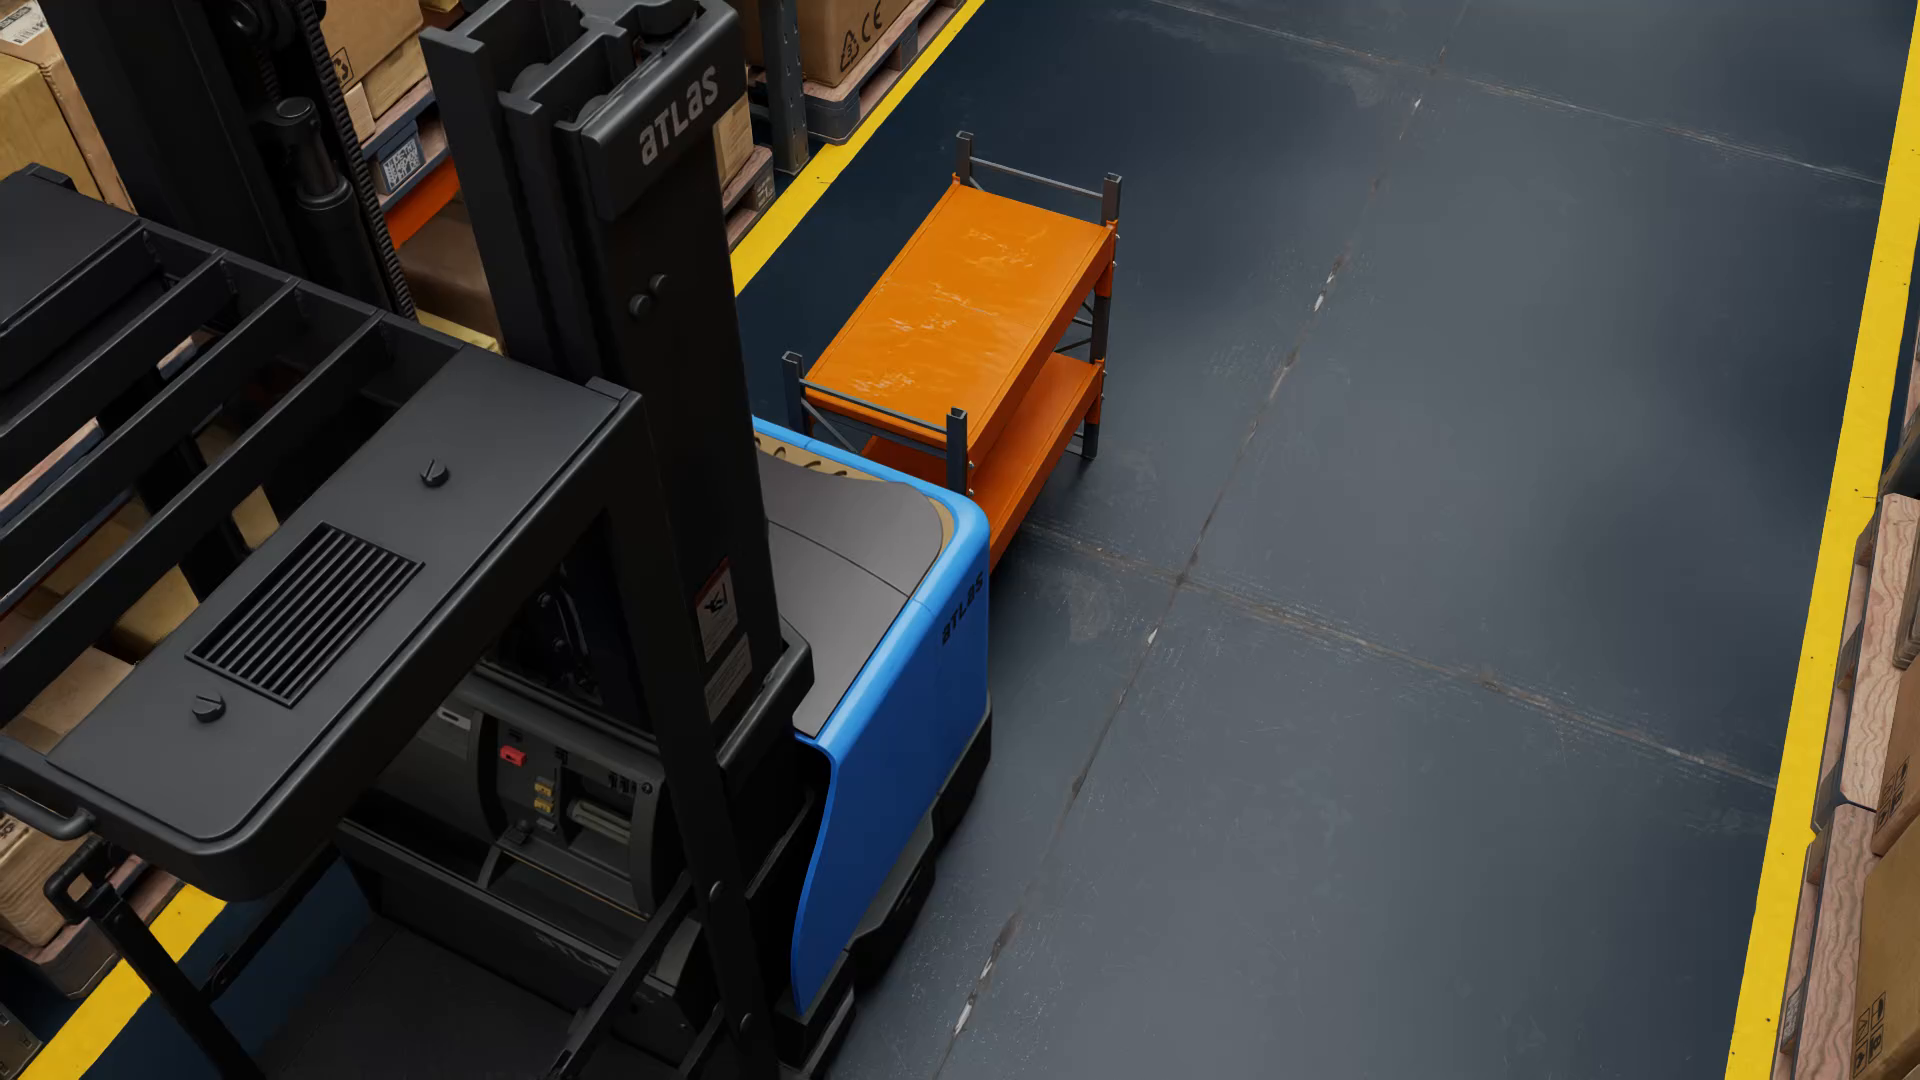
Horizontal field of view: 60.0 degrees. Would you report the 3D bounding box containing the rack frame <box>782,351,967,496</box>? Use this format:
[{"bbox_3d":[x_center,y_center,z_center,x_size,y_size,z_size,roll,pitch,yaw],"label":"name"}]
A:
[{"bbox_3d":[-0.214,-0.019,4.528,0.500,1.125,0.032,20,52,16],"label":"rack frame"}]

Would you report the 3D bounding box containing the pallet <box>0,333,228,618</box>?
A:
[{"bbox_3d":[-2.316,-0.242,3.612,1.003,0.211,1.213,20,52,16],"label":"pallet"}]

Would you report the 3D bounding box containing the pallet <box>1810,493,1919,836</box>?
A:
[{"bbox_3d":[3.037,0.491,4.694,1.003,0.211,1.213,20,52,16],"label":"pallet"}]

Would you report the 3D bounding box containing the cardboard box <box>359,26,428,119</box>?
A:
[{"bbox_3d":[-1.583,-1.239,4.224,0.380,0.149,0.250,18,52,15],"label":"cardboard box"}]

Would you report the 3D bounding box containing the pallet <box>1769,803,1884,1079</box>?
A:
[{"bbox_3d":[2.515,1.328,3.981,1.003,0.211,1.213,20,52,16],"label":"pallet"}]

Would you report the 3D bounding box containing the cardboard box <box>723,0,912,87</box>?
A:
[{"bbox_3d":[-0.695,-2.476,6.506,0.875,0.875,0.875,19,52,16],"label":"cardboard box"}]

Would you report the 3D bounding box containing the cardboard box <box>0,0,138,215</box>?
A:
[{"bbox_3d":[-1.877,-1.000,3.595,0.500,0.500,0.500,20,52,16],"label":"cardboard box"}]

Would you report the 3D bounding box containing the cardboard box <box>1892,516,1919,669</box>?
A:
[{"bbox_3d":[3.146,0.092,4.486,0.875,0.625,0.625,21,53,17],"label":"cardboard box"}]

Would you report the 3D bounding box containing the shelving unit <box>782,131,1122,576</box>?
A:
[{"bbox_3d":[0.003,-0.369,4.826,0.538,1.125,1.048,20,52,16],"label":"shelving unit"}]

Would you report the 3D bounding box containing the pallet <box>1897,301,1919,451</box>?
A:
[{"bbox_3d":[3.778,-0.565,5.592,1.003,0.211,1.213,20,52,16],"label":"pallet"}]

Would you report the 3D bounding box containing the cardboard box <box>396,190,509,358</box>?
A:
[{"bbox_3d":[-1.623,-0.967,5.553,0.950,0.372,0.625,19,52,15],"label":"cardboard box"}]

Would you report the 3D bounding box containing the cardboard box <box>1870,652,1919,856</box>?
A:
[{"bbox_3d":[2.874,0.544,4.101,0.875,0.625,0.625,21,53,17],"label":"cardboard box"}]

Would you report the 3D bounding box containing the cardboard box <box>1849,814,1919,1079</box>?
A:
[{"bbox_3d":[2.586,1.008,3.706,0.875,0.625,0.625,18,52,15],"label":"cardboard box"}]

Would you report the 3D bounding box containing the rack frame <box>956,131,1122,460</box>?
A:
[{"bbox_3d":[0.220,-0.719,5.123,0.500,1.125,0.032,20,52,16],"label":"rack frame"}]

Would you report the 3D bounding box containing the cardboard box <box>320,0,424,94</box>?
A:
[{"bbox_3d":[-1.668,-1.358,3.899,0.500,0.500,0.500,18,52,15],"label":"cardboard box"}]

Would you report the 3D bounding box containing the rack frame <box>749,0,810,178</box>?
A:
[{"bbox_3d":[-1.065,-2.579,5.475,1.000,3.000,0.127,20,52,16],"label":"rack frame"}]

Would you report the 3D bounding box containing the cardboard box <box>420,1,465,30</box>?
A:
[{"bbox_3d":[-1.550,-1.439,4.394,0.380,0.149,0.250,20,53,16],"label":"cardboard box"}]

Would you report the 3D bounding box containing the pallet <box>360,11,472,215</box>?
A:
[{"bbox_3d":[-1.874,-1.141,4.377,1.003,0.211,1.213,20,52,16],"label":"pallet"}]

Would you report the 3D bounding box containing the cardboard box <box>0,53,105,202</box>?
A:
[{"bbox_3d":[-2.101,-0.665,3.309,0.500,0.500,0.500,20,52,16],"label":"cardboard box"}]

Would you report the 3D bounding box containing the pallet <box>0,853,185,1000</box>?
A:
[{"bbox_3d":[-2.443,0.542,4.650,1.003,0.211,1.213,20,52,16],"label":"pallet"}]

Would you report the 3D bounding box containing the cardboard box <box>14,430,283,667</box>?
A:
[{"bbox_3d":[-2.248,0.032,4.703,0.950,0.372,0.625,23,53,18],"label":"cardboard box"}]

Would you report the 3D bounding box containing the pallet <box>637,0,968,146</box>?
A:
[{"bbox_3d":[-0.660,-2.194,6.978,1.003,0.211,1.213,20,52,16],"label":"pallet"}]

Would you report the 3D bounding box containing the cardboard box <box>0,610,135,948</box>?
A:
[{"bbox_3d":[-2.552,0.529,4.280,0.950,0.372,0.625,20,53,17],"label":"cardboard box"}]

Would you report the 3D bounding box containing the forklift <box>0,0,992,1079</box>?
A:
[{"bbox_3d":[-1.030,0.500,2.900,1.130,2.935,3.031,21,53,17],"label":"forklift"}]

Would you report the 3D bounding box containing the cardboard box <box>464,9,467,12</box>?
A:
[{"bbox_3d":[-1.328,-1.571,4.506,0.380,0.149,0.250,21,53,17],"label":"cardboard box"}]

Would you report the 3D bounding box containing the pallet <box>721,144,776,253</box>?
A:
[{"bbox_3d":[-1.400,-1.138,6.080,1.003,0.211,1.213,20,52,16],"label":"pallet"}]

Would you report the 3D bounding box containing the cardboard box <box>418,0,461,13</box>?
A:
[{"bbox_3d":[-1.433,-1.733,4.219,0.500,0.500,0.500,17,52,14],"label":"cardboard box"}]

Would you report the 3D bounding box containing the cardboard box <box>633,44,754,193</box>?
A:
[{"bbox_3d":[-1.315,-1.478,5.988,0.950,0.372,0.625,17,52,14],"label":"cardboard box"}]

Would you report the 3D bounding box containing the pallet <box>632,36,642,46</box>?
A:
[{"bbox_3d":[-1.273,-1.992,5.101,1.213,0.211,1.003,20,52,16],"label":"pallet"}]

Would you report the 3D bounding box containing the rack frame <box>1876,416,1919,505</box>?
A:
[{"bbox_3d":[3.424,-0.967,4.103,1.000,3.000,0.127,20,52,16],"label":"rack frame"}]

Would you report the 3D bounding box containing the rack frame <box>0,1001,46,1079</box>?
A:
[{"bbox_3d":[-2.774,0.175,3.132,1.000,3.000,0.127,20,52,16],"label":"rack frame"}]

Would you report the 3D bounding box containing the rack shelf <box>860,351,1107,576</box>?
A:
[{"bbox_3d":[0.003,-0.211,5.012,0.538,0.278,1.000,20,52,16],"label":"rack shelf"}]

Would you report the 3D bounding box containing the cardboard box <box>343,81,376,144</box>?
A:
[{"bbox_3d":[-1.670,-1.046,4.060,0.380,0.149,0.250,22,53,17],"label":"cardboard box"}]

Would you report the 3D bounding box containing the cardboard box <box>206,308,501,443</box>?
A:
[{"bbox_3d":[-1.953,-0.447,5.110,0.950,0.372,0.625,21,53,17],"label":"cardboard box"}]

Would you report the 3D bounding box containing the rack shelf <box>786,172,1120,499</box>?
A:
[{"bbox_3d":[0.003,-0.559,4.603,0.538,0.278,1.000,20,52,16],"label":"rack shelf"}]
